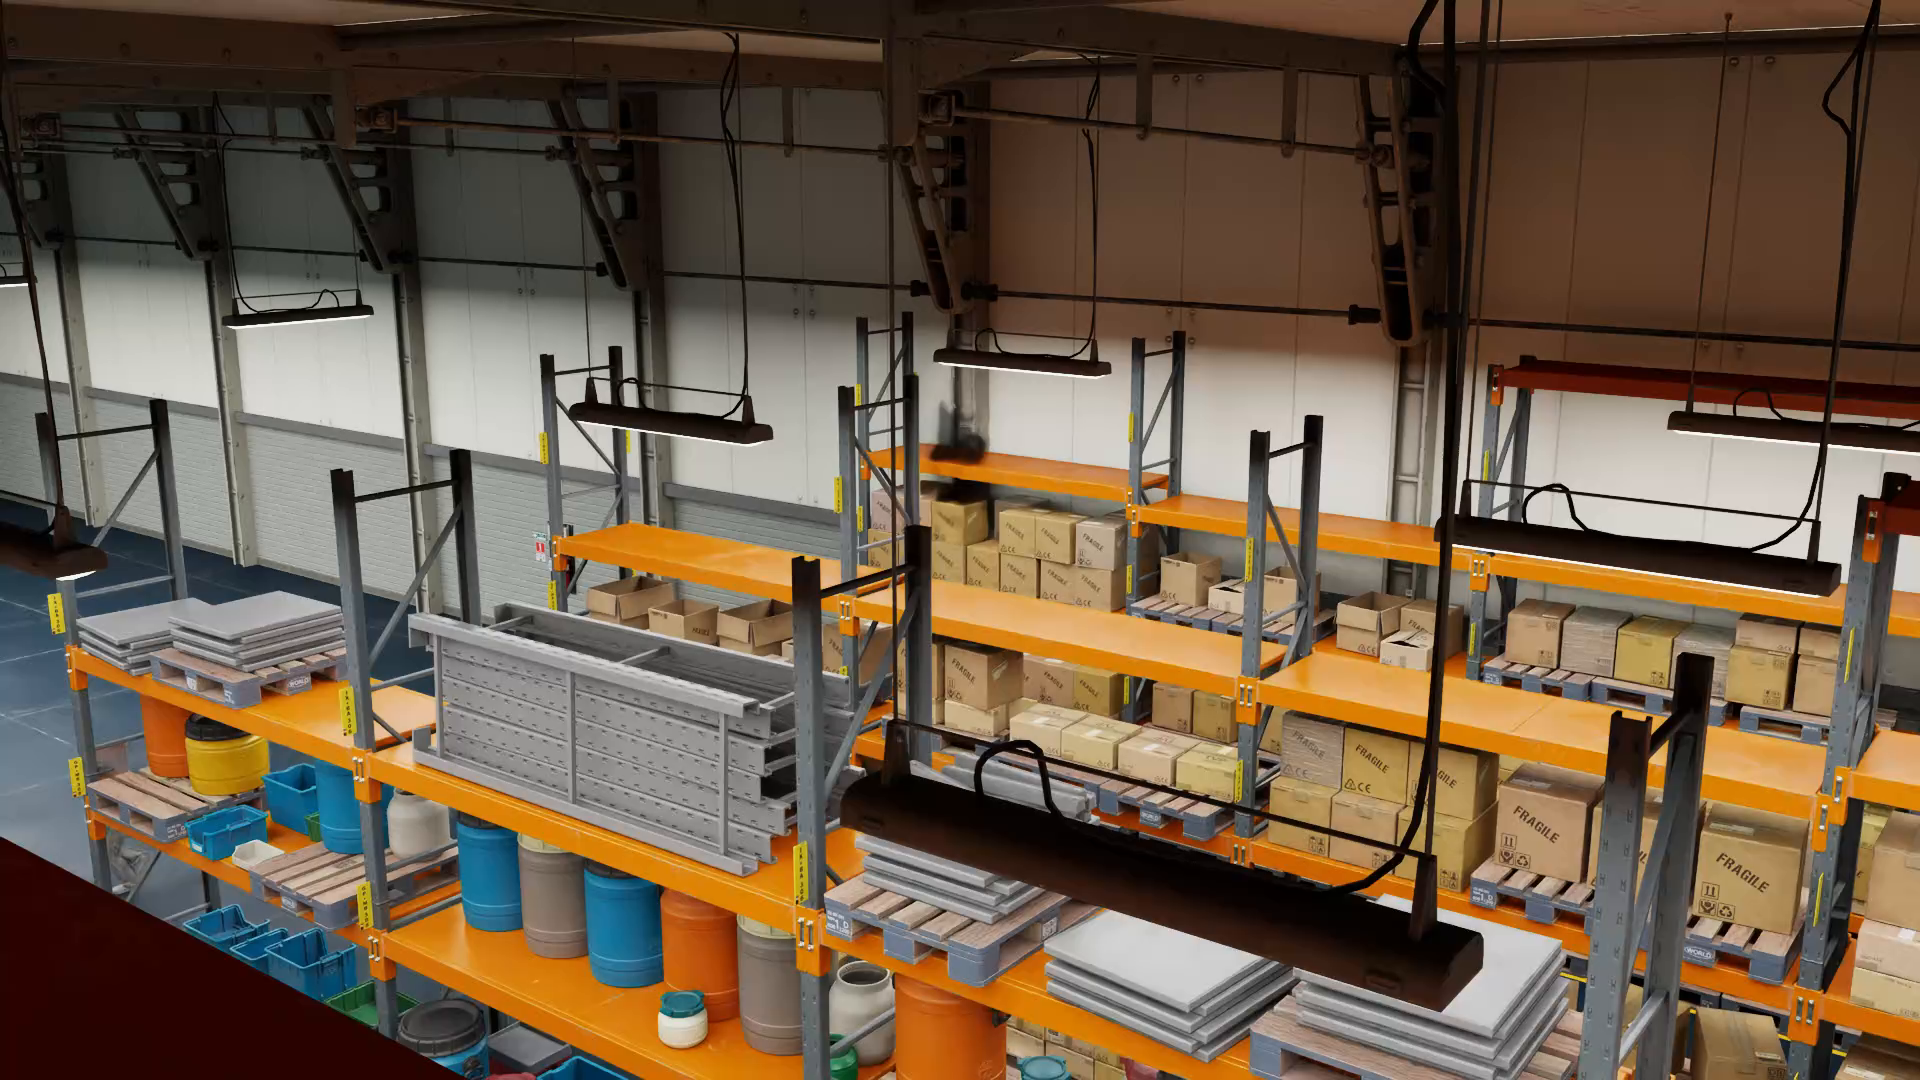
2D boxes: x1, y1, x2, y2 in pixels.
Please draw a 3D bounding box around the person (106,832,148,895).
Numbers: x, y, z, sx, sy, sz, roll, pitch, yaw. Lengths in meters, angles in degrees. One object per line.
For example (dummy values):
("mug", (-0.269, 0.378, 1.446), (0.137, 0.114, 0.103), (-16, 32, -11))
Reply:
("person", (-9.271, 3.061, 18.242), (0.576, 1.726, 0.643), (-8, 15, -31))
